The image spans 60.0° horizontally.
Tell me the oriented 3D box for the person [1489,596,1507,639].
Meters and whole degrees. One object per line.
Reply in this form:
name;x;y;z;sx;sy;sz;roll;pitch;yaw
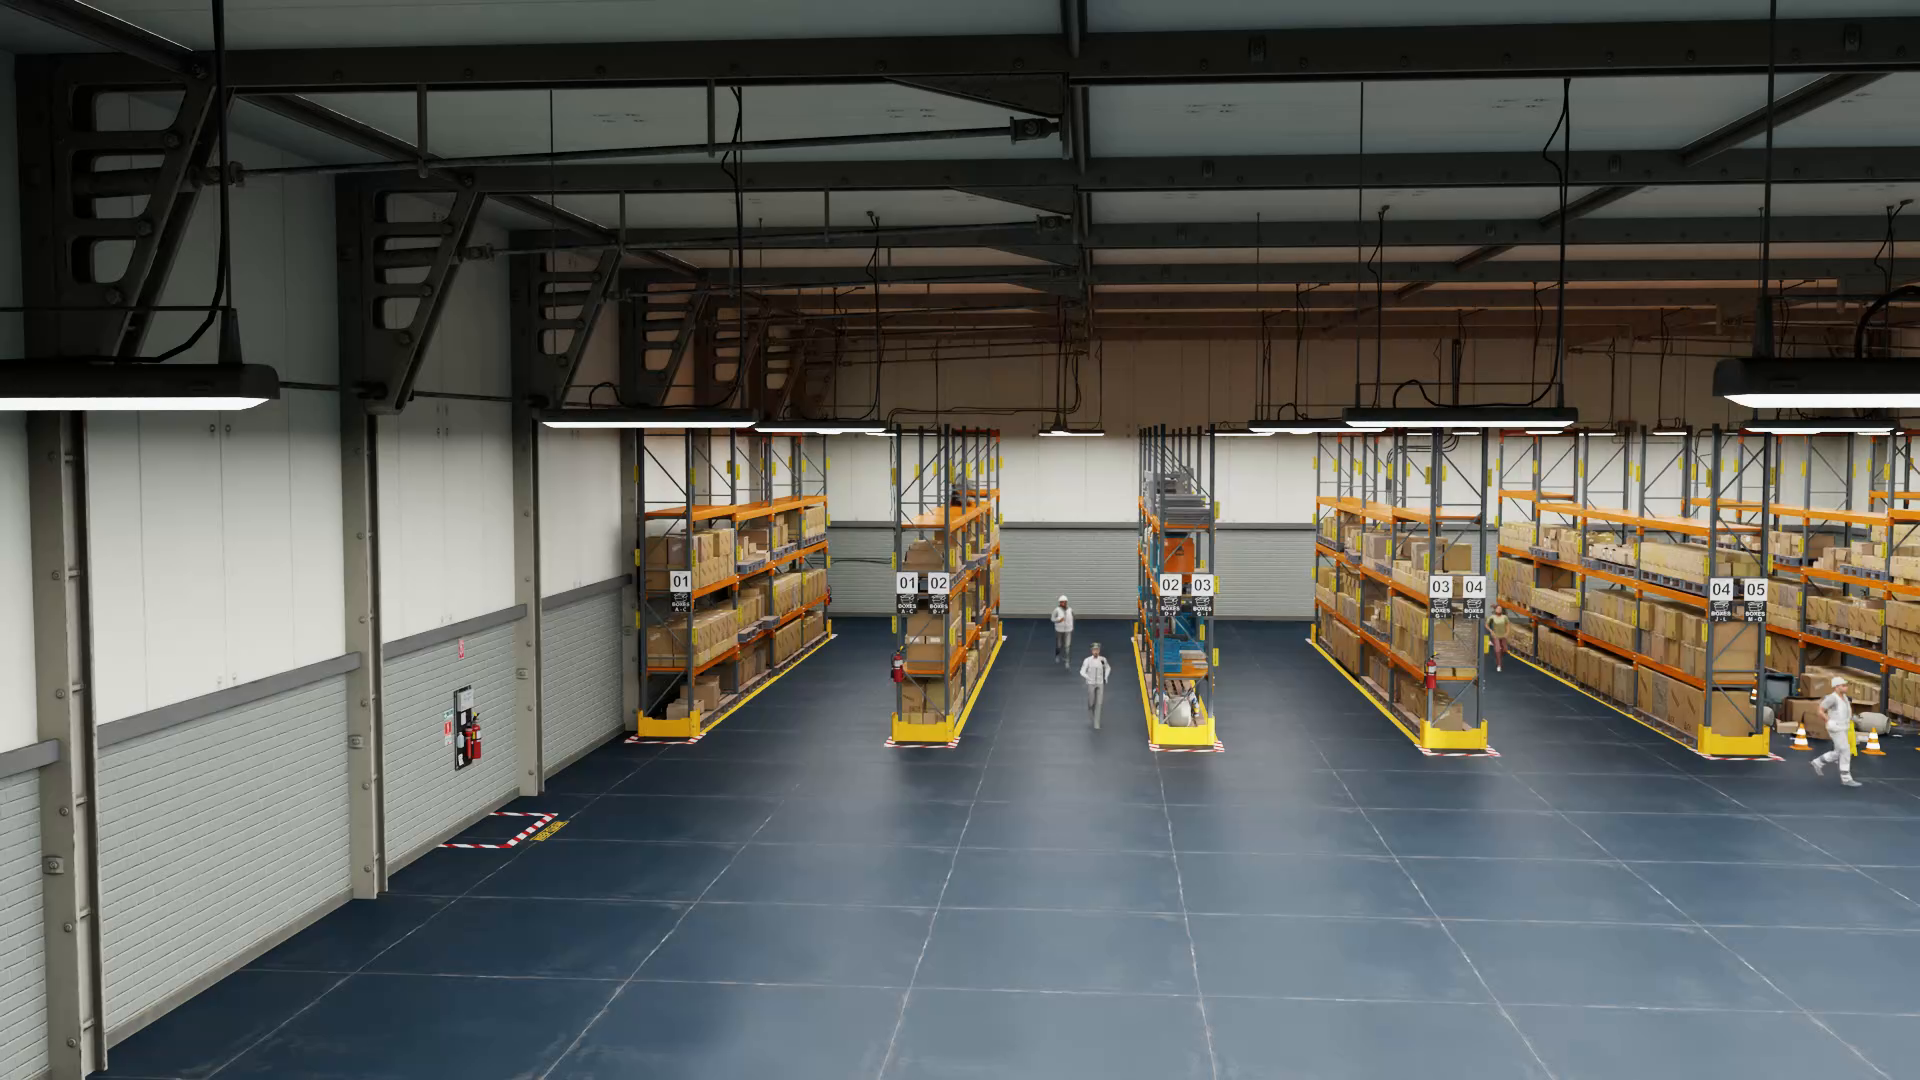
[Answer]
person;15.388;2.039;47.413;0.606;1.648;0.596;-1;4;-8

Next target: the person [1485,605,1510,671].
person;13.358;2.414;41.295;0.607;1.620;0.625;0;3;1

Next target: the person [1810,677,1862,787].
person;14.499;3.147;27.526;0.678;1.769;0.861;-3;4;-38

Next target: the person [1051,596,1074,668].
person;2.578;2.273;41.645;0.652;1.768;0.969;-1;4;-10

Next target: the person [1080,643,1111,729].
person;2.698;2.864;32.987;0.618;1.669;0.890;0;3;-1
